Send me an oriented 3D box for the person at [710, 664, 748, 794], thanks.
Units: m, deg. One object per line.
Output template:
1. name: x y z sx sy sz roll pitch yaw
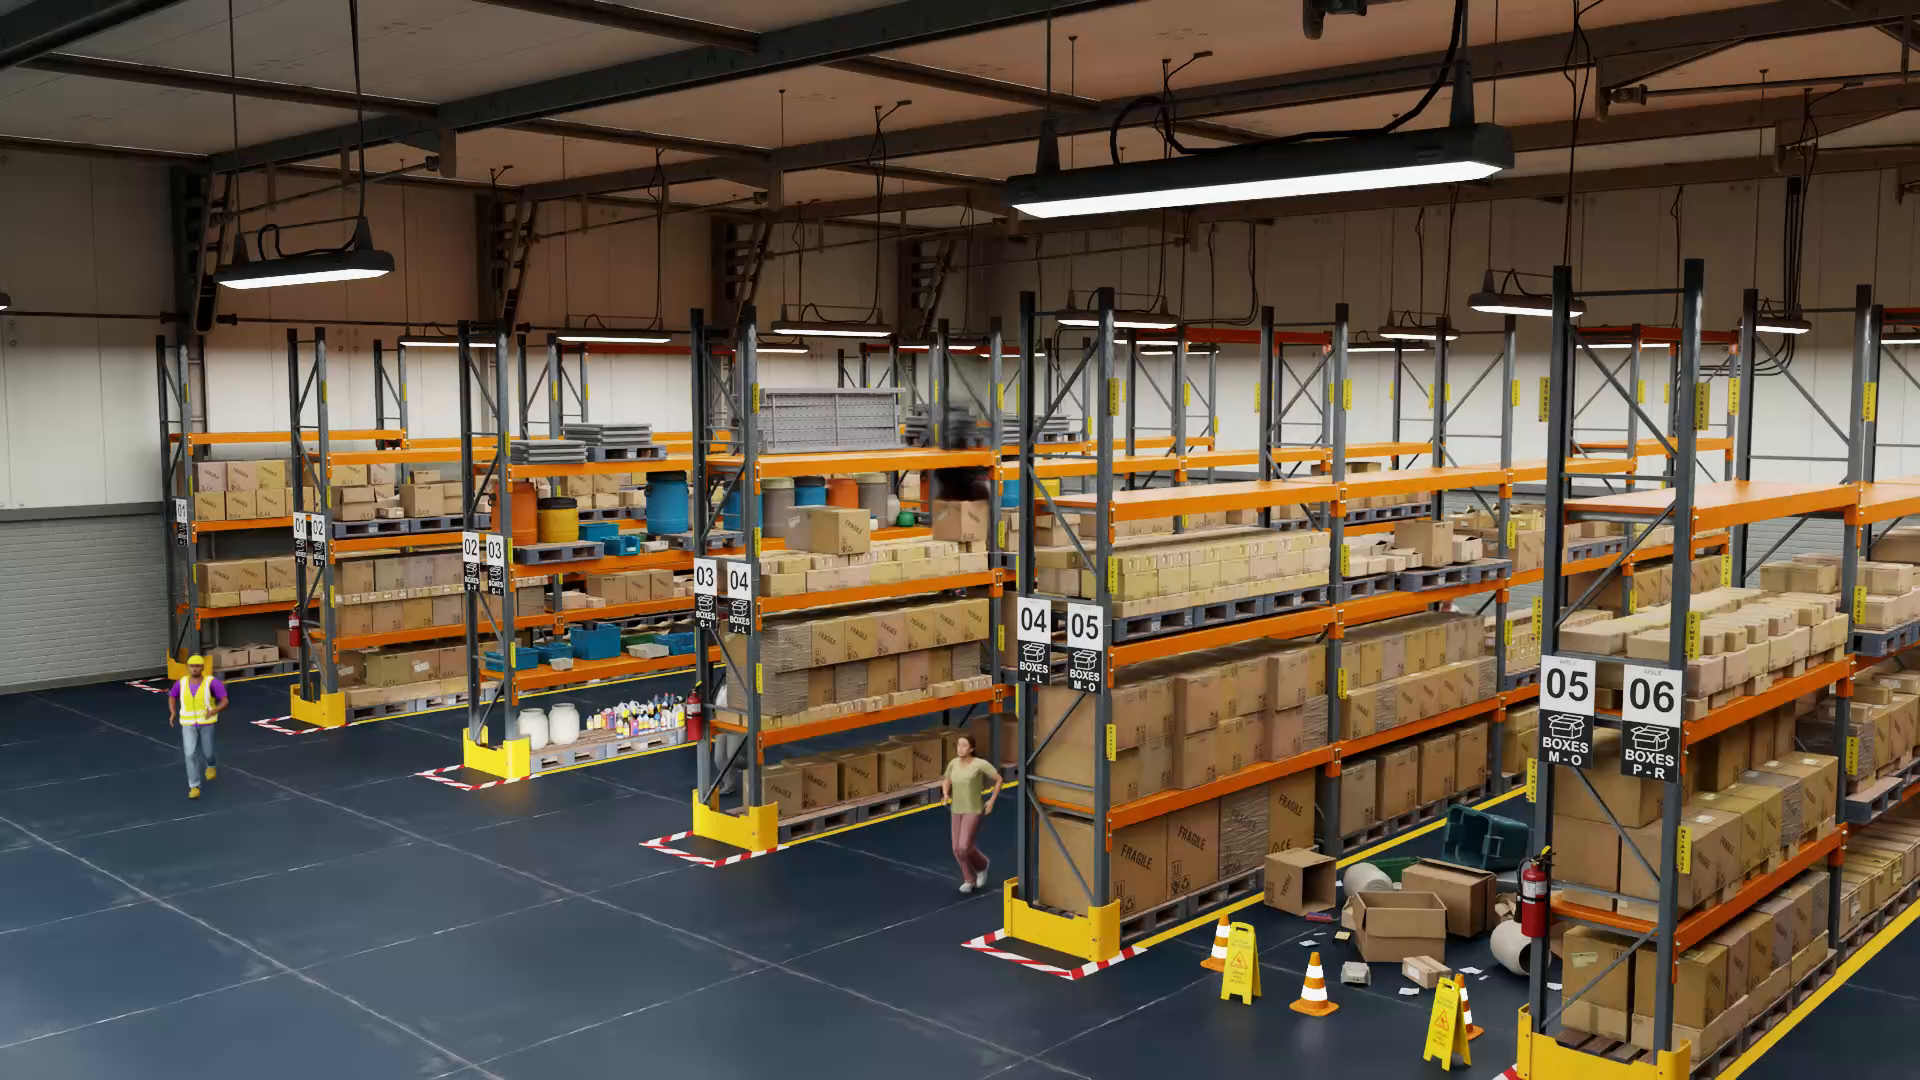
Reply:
1. person: -2.884 2.368 21.027 0.574 1.650 0.566 3 6 32

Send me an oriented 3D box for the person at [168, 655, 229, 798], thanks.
1. person: -9.614 2.312 20.994 0.731 1.746 0.930 -1 6 -15

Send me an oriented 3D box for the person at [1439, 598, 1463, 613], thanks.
1. person: 8.123 1.694 27.606 0.632 1.780 0.956 5 7 41

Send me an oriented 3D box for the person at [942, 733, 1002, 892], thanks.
1. person: 0.067 2.770 16.831 0.602 1.639 0.544 3 6 30
